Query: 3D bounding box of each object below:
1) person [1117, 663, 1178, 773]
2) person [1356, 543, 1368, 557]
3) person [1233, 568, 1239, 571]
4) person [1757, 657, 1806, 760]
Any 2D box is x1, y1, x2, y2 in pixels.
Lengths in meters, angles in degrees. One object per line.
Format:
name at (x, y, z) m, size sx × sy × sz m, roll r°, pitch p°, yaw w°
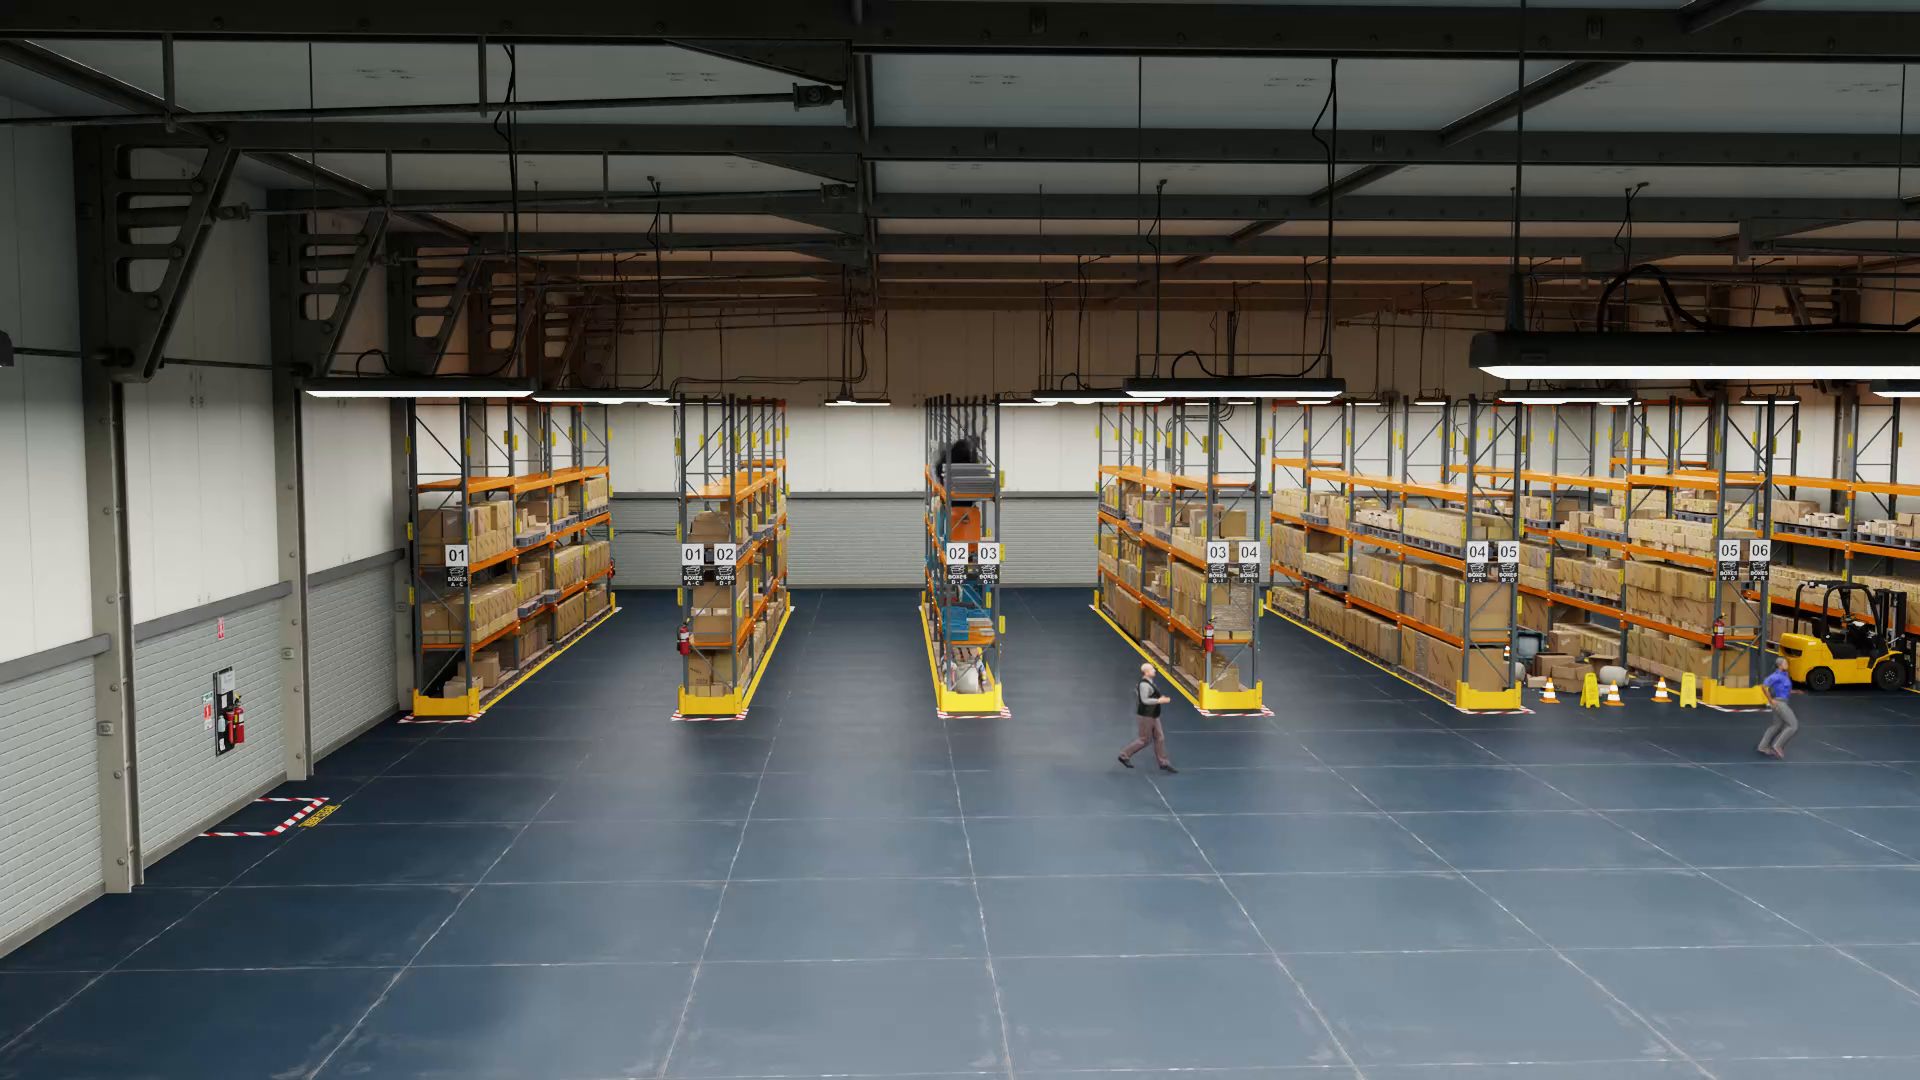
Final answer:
person at (2.944, 2.783, 26.023) m, size 0.950 × 1.724 × 0.657 m, roll 1°, pitch 5°, yaw 16°
person at (11.895, 0.950, 49.320) m, size 0.851 × 1.736 × 0.731 m, roll 1°, pitch 5°, yaw 7°
person at (7.688, 1.237, 46.474) m, size 0.579 × 1.686 × 0.888 m, roll 0°, pitch 5°, yaw 5°
person at (13.456, 2.752, 27.221) m, size 0.685 × 1.672 × 0.543 m, roll 3°, pitch 5°, yaw 34°
